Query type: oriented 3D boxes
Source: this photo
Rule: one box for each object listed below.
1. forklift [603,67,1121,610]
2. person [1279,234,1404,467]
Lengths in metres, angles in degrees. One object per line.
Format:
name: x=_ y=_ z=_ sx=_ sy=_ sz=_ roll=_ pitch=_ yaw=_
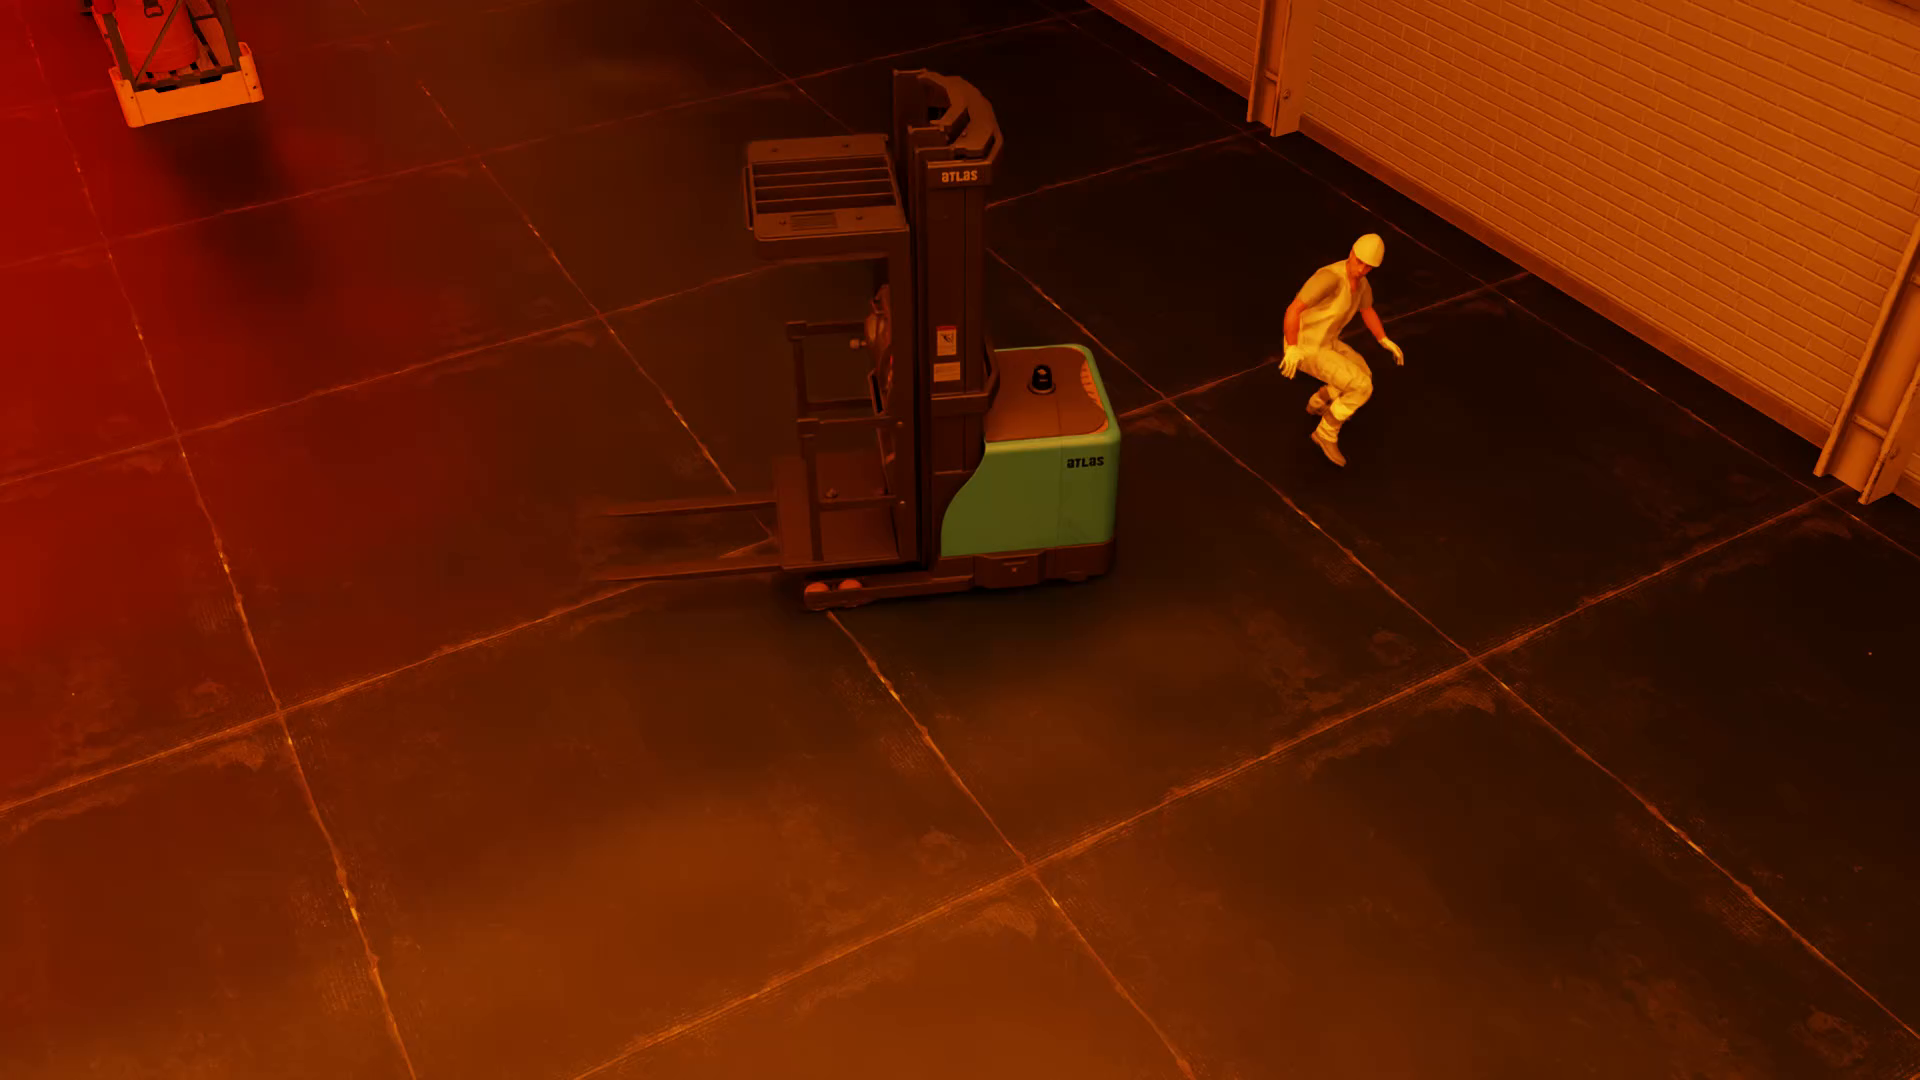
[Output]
forklift: x=-0.629 y=-1.073 z=9.329 sx=3.031 sy=2.935 sz=1.130 roll=-5 pitch=40 yaw=-6
person: x=2.422 y=-1.223 z=10.594 sx=0.690 sy=1.522 sz=0.809 roll=21 pitch=44 yaw=23
